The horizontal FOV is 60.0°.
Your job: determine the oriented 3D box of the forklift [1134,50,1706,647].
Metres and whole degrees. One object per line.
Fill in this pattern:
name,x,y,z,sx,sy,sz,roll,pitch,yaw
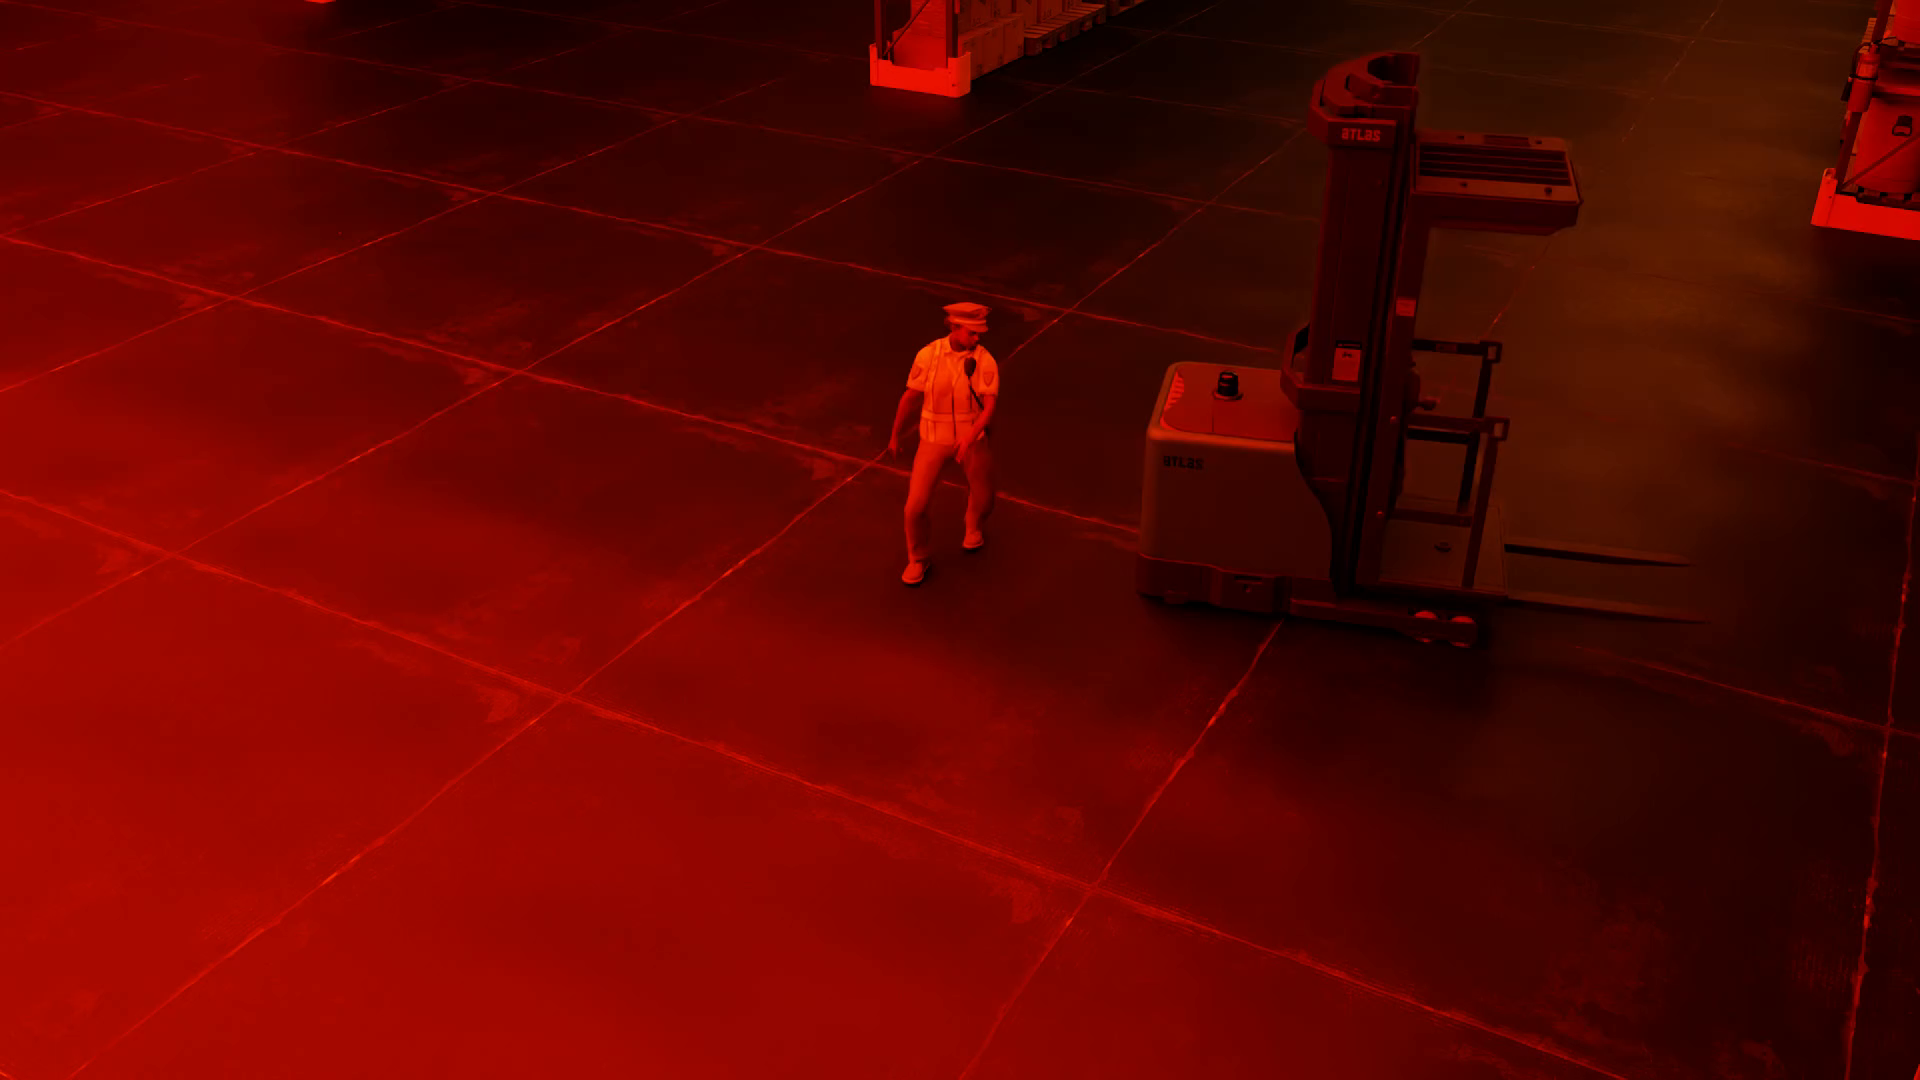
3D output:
forklift,2.561,-0.983,8.775,3.031,2.935,1.130,7,31,12

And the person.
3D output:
person,-0.090,-0.548,9.376,0.622,1.583,0.789,-3,30,-6
